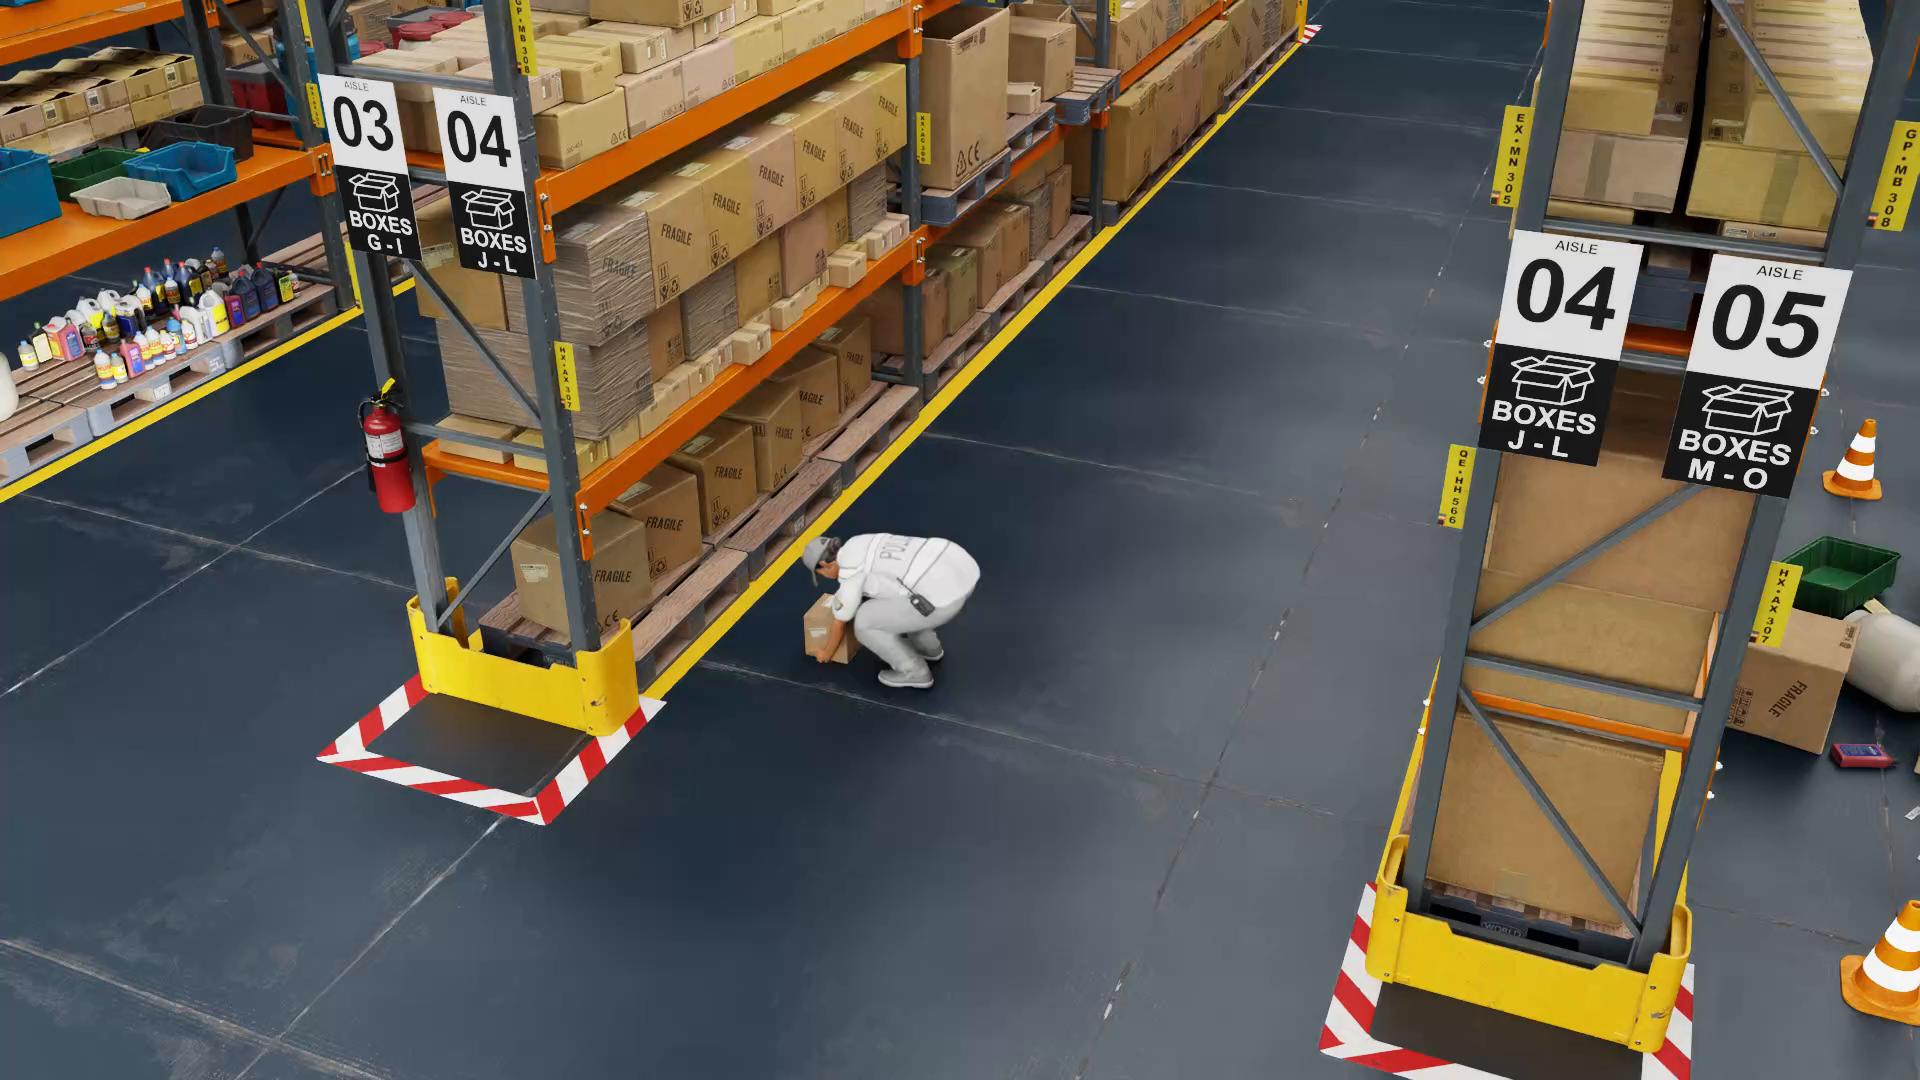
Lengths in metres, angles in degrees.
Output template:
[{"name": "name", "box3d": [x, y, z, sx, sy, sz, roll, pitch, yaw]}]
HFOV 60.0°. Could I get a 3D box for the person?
[{"name": "person", "box3d": [-0.386, 0.339, 8.728, 0.919, 0.772, 0.505, 11, 31, 18]}]
